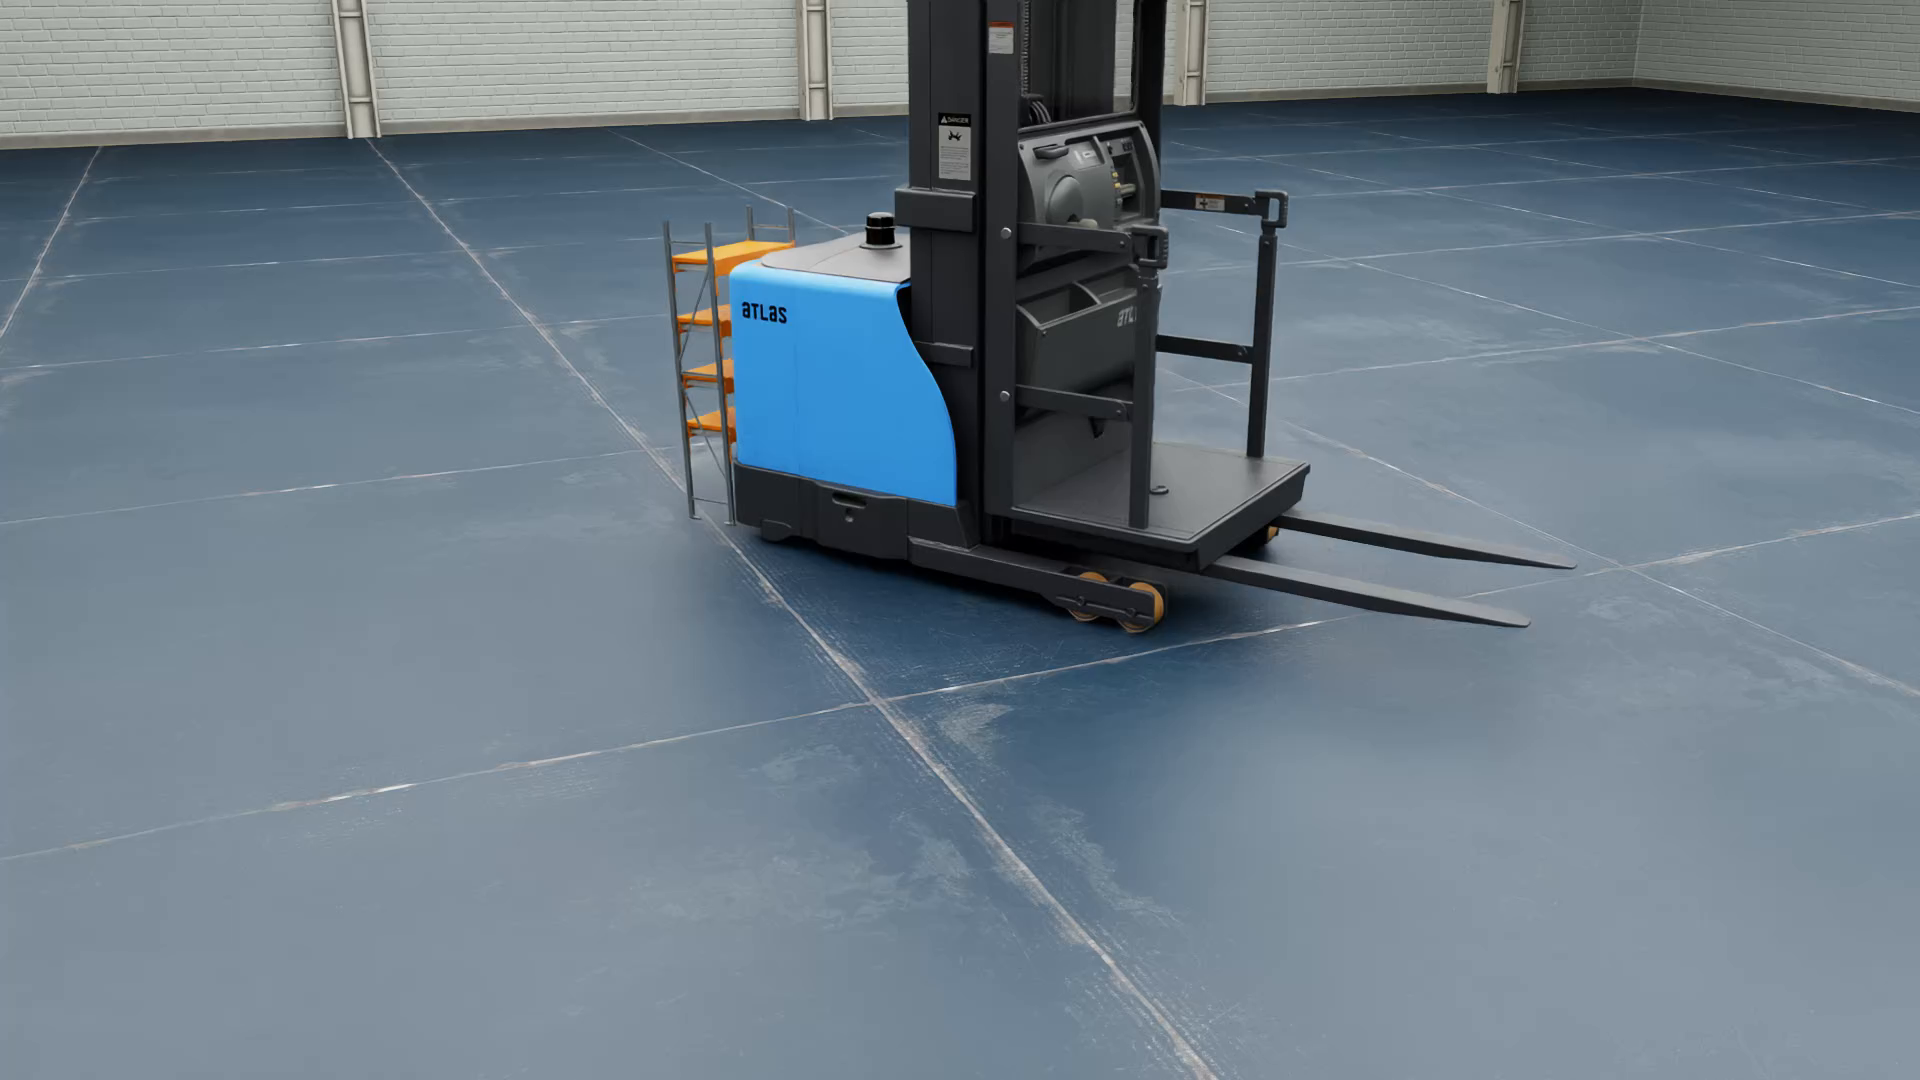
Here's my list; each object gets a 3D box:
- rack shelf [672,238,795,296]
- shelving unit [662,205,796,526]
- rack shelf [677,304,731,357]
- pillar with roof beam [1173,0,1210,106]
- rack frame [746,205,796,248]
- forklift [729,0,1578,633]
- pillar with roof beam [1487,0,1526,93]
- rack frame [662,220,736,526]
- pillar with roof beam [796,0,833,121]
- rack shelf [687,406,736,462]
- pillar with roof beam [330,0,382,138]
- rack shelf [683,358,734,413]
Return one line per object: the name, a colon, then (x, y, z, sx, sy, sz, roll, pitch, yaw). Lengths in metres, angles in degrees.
rack shelf: (-0.900, -1.087, 6.603, 0.258, 0.148, 0.480, 10, 21, 33)
shelving unit: (-0.885, -0.713, 6.723, 0.258, 1.200, 0.503, 10, 21, 33)
rack shelf: (-0.891, -0.862, 6.675, 0.258, 0.148, 0.480, 10, 21, 33)
pillar with roof beam: (5.207, -9.598, 20.231, 0.400, 9.000, 9.100, -8, 21, -22)
rack frame: (-0.748, -0.780, 6.914, 0.240, 1.200, 0.015, 10, 21, 33)
forklift: (0.637, -1.270, 5.716, 3.031, 2.935, 1.130, 12, 23, 30)
pillar with roof beam: (10.716, -10.387, 22.472, 0.400, 9.000, 9.100, -8, 21, -22)
rack frame: (-1.022, -0.646, 6.533, 0.240, 1.200, 0.015, 10, 21, 33)
pillar with roof beam: (-0.303, -8.808, 17.989, 0.400, 9.000, 9.100, -8, 21, -22)
rack shelf: (-0.875, -0.461, 6.805, 0.258, 0.148, 0.480, 10, 21, 33)
pillar with roof beam: (-5.812, -8.019, 15.747, 0.400, 9.000, 9.100, -8, 21, -22)
rack shelf: (-0.883, -0.649, 6.744, 0.258, 0.148, 0.480, 10, 21, 33)
